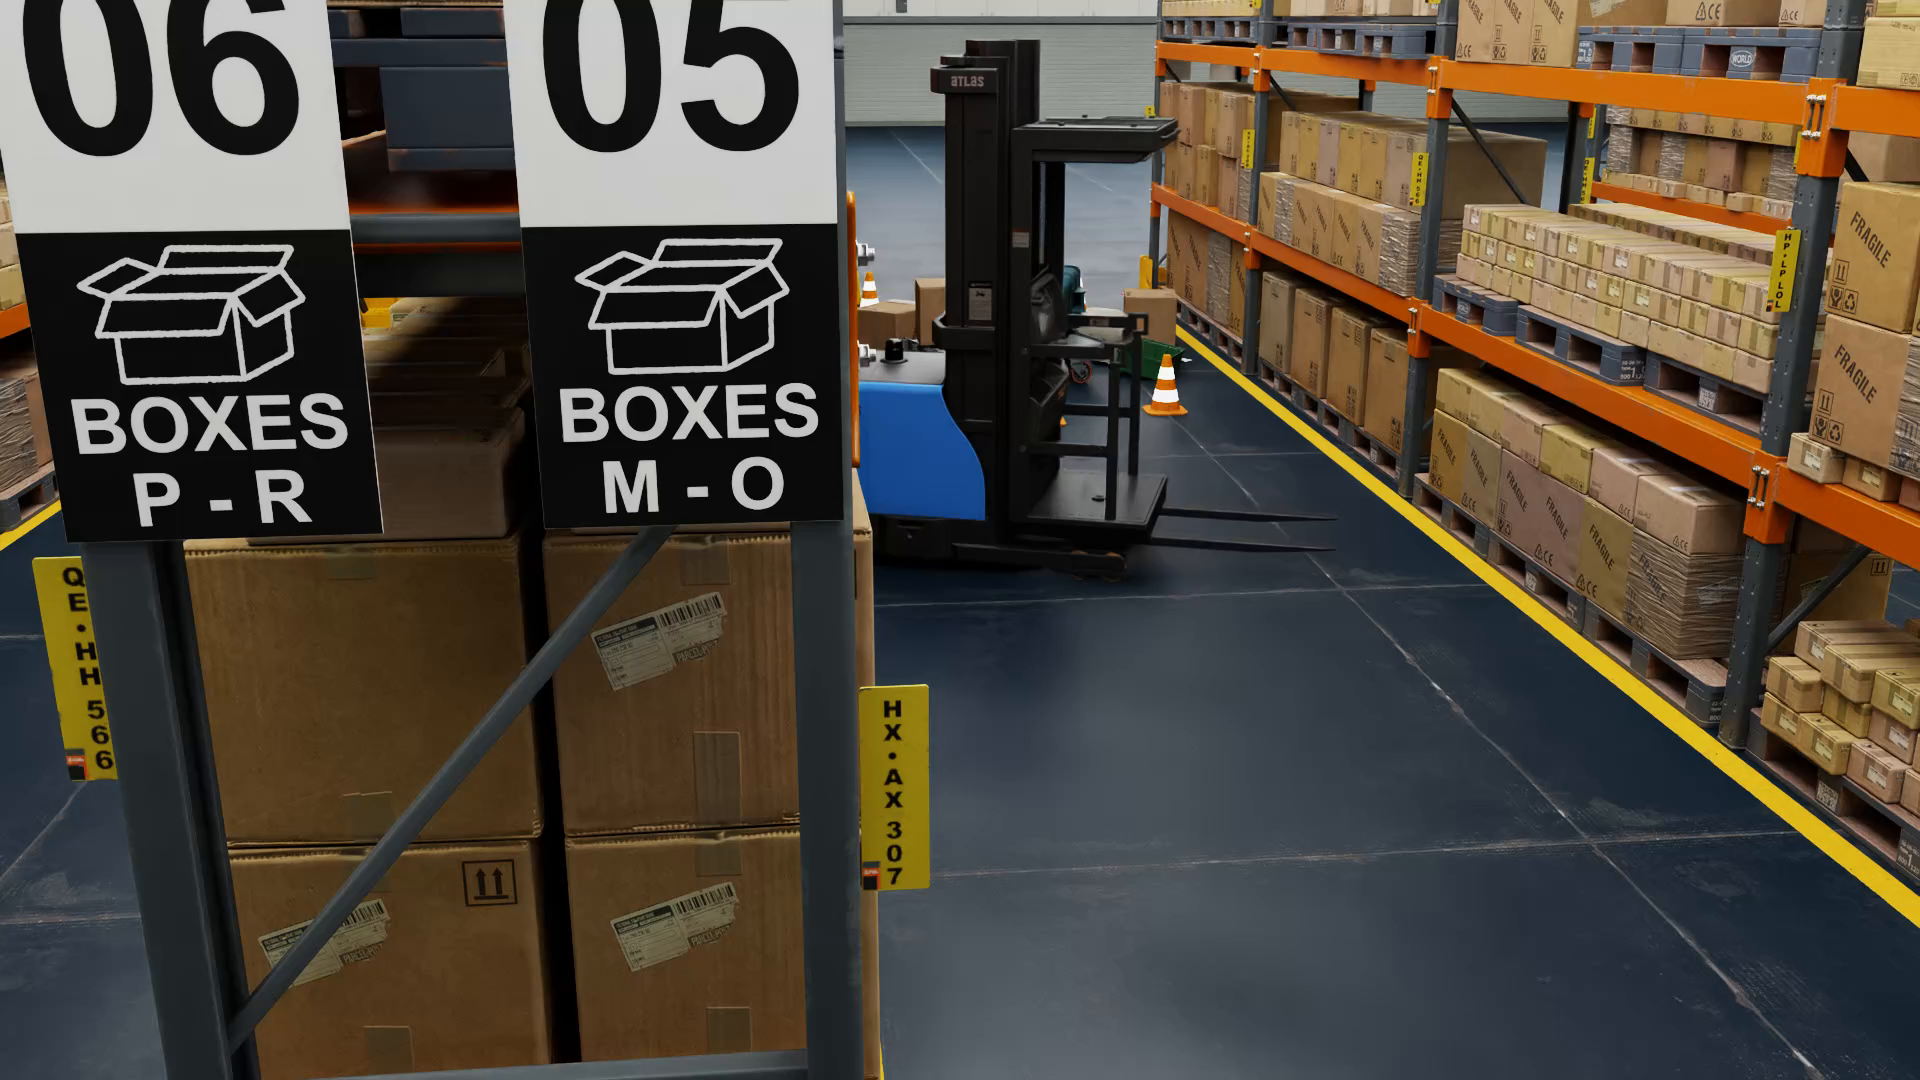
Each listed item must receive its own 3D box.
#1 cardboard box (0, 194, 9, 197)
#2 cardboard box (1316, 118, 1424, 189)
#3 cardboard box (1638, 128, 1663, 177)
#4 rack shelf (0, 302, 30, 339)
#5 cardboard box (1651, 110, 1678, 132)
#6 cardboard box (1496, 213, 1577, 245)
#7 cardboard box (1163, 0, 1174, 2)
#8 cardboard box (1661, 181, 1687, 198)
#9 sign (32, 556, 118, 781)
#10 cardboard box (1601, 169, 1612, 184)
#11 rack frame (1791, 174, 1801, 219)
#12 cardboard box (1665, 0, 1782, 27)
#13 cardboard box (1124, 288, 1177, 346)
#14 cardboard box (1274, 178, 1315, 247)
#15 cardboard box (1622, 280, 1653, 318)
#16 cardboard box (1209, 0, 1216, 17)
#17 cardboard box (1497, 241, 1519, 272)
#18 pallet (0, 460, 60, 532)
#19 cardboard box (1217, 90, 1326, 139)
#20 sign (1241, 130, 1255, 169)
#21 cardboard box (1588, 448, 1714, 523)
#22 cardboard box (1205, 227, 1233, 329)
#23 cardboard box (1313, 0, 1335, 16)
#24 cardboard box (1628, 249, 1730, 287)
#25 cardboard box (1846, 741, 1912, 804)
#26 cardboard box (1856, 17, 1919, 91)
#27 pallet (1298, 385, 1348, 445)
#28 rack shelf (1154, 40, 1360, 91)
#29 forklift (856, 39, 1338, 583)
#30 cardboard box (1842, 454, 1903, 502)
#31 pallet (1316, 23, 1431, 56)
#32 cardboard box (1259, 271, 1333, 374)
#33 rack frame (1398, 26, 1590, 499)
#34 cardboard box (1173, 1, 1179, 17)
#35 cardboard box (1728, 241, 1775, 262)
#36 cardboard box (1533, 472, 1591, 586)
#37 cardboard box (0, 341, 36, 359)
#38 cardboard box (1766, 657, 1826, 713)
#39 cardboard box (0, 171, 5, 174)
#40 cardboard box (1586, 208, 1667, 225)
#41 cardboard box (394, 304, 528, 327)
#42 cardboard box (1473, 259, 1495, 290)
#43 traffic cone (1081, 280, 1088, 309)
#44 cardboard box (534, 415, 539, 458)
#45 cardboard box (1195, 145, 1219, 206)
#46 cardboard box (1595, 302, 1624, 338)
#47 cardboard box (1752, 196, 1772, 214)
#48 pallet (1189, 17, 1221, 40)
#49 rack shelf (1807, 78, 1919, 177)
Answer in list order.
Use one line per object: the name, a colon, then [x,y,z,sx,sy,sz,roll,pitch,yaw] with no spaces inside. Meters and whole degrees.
cardboard box: [-6.326,-2.166,10.818,0.380,0.149,0.250,-2,17,-5]
cardboard box: [3.192,-3.000,12.890,0.700,0.500,0.500,-2,18,-5]
cardboard box: [7.760,-4.122,17.634,0.875,0.500,0.500,-2,18,-6]
rack shelf: [-6.616,-1.651,11.628,1.077,0.370,4.000,-2,18,-6]
cardboard box: [7.442,-4.438,16.974,0.500,0.500,0.500,-2,18,-6]
cardboard box: [3.347,-1.803,9.637,0.380,0.149,0.250,-2,18,-6]
cardboard box: [2.410,-5.717,17.257,0.500,0.250,0.500,-2,18,-6]
cardboard box: [7.410,-3.580,16.992,0.380,0.149,0.250,-2,18,-6]
sign: [-1.189,0.178,2.273,0.100,0.325,0.005,-2,18,-6]
cardboard box: [7.351,-4.030,18.425,0.380,0.149,0.250,-2,18,-6]
rack frame: [7.972,-3.050,14.885,1.000,3.000,0.127,-2,18,-6]
cardboard box: [3.824,-2.689,7.852,0.797,0.503,0.637,-2,18,-6]
cardboard box: [1.847,-2.167,16.239,0.500,0.500,0.500,1,17,4]
cardboard box: [2.867,-2.659,13.473,0.500,0.500,0.500,-2,18,-5]
cardboard box: [3.506,-1.190,8.181,0.380,0.149,0.250,-3,18,-8]
cardboard box: [2.539,-4.965,15.526,0.380,0.149,0.250,-2,18,-6]
cardboard box: [3.351,-1.647,9.639,0.380,0.149,0.250,-2,18,-7]
pallet: [-6.456,-0.314,10.825,1.003,0.211,1.213,-2,18,-6]
cardboard box: [2.933,-3.950,15.699,0.875,0.550,0.550,-2,18,-6]
sign: [2.476,-3.360,14.295,0.100,0.325,0.005,-2,18,-6]
cardboard box: [3.485,-0.277,8.271,0.500,0.250,0.500,-1,17,-3]
cardboard box: [2.936,-2.572,16.207,0.875,0.875,0.875,-2,18,-5]
cardboard box: [2.914,-4.061,12.648,0.380,0.149,0.250,-2,18,-6]
cardboard box: [3.515,-1.330,8.131,0.380,0.149,0.250,-2,18,-7]
cardboard box: [3.676,0.886,6.405,0.380,0.149,0.250,-2,18,-6]
cardboard box: [3.638,-1.757,6.009,0.500,0.250,0.500,-1,17,-3]
pallet: [3.311,-1.005,13.025,1.003,0.211,1.213,-2,18,-6]
rack shelf: [2.822,-4.611,16.050,1.077,0.370,4.000,-2,18,-6]
forklift: [0.698,-1.332,9.528,3.031,2.935,1.130,4,18,12]
cardboard box: [3.657,-0.255,6.400,0.380,0.149,0.250,-1,17,-4]
pallet: [3.203,-3.600,11.943,1.003,0.211,1.213,-1,17,-3]
cardboard box: [3.181,-1.872,14.187,1.050,0.750,0.750,-2,18,-6]
rack frame: [3.440,-1.735,10.697,1.000,3.000,0.127,-2,18,-6]
cardboard box: [2.384,-5.416,16.963,0.380,0.149,0.250,-2,18,-5]
cardboard box: [4.135,-1.425,8.433,0.380,0.149,0.250,-1,17,-4]
cardboard box: [3.425,-0.070,8.864,0.500,0.500,0.500,-2,18,-7]
cardboard box: [-6.605,-1.047,11.766,0.875,0.625,0.625,-3,18,-8]
cardboard box: [3.572,0.592,6.845,0.380,0.149,0.250,-1,17,-3]
cardboard box: [-6.999,-2.680,12.454,0.380,0.149,0.250,-2,18,-6]
cardboard box: [3.971,-1.893,9.924,0.380,0.149,0.250,-2,18,-6]
cardboard box: [-0.986,-0.409,3.554,0.380,0.149,0.250,-2,18,-6]
cardboard box: [3.313,-1.596,9.973,0.380,0.149,0.250,-1,17,-3]
traffic cone: [1.258,-2.706,18.025,0.336,0.463,0.334,-2,18,-6]
cardboard box: [-1.017,0.015,3.285,0.500,0.500,0.500,-2,18,-5]
cardboard box: [2.806,-3.591,16.356,0.875,0.550,0.500,-2,18,-6]
cardboard box: [3.478,-1.124,8.469,0.380,0.149,0.250,-1,17,-3]
cardboard box: [7.675,-3.137,15.579,0.380,0.149,0.250,-2,18,-6]
pallet: [2.831,-4.923,15.990,1.003,0.211,1.213,-2,18,-6]
rack shelf: [4.059,-1.036,4.662,1.077,0.370,4.000,-2,18,-6]
